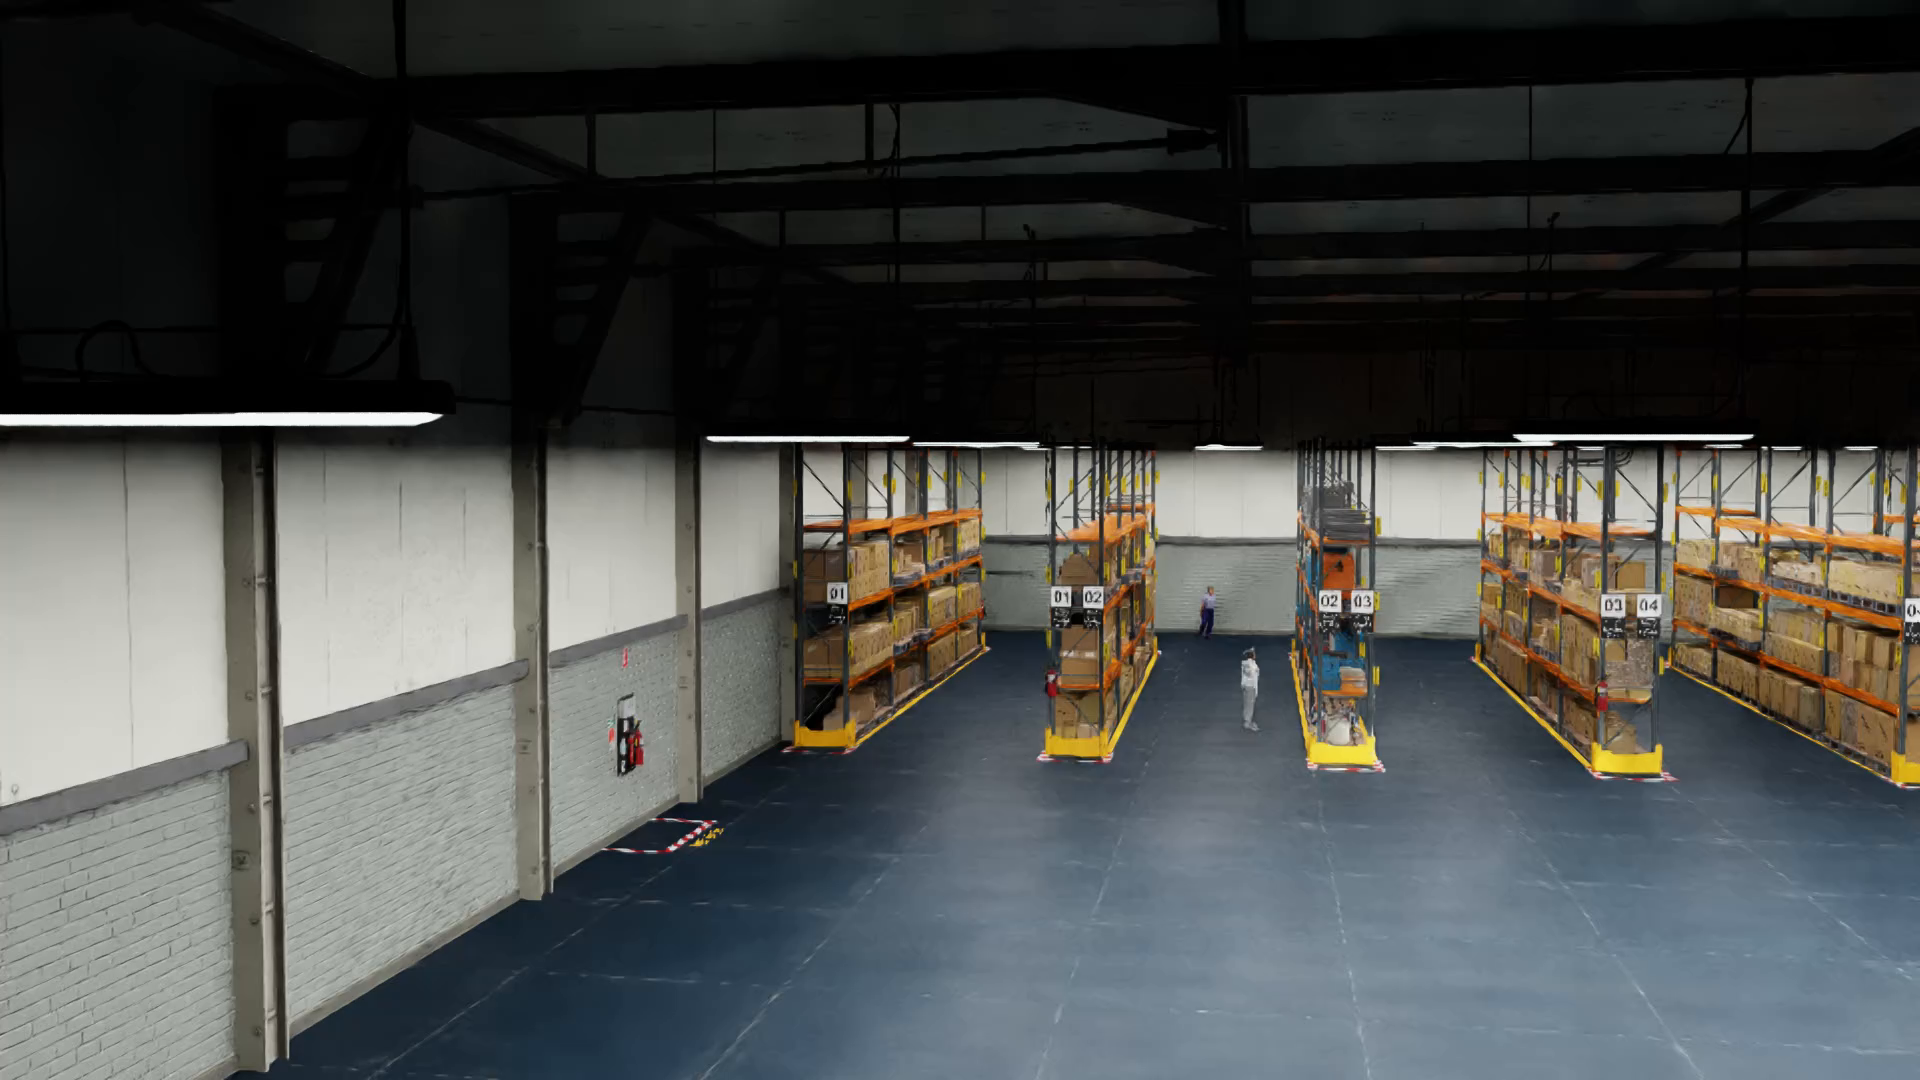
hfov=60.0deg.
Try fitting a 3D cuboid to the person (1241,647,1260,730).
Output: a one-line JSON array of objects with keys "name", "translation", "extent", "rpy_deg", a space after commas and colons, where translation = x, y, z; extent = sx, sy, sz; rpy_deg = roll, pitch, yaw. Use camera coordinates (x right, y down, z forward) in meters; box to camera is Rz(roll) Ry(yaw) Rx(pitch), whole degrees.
[{"name": "person", "translation": [6.017, 3.056, 34.326], "extent": [0.416, 1.677, 0.537], "rpy_deg": [-1, 3, -21]}]

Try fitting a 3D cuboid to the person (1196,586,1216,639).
[{"name": "person", "translation": [7.549, 2.222, 50.978], "extent": [0.550, 1.623, 0.537], "rpy_deg": [-2, 3, -27]}]

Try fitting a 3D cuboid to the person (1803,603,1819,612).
[{"name": "person", "translation": [23.351, 2.482, 45.474], "extent": [0.490, 1.655, 0.651], "rpy_deg": [-1, 3, -19]}]
